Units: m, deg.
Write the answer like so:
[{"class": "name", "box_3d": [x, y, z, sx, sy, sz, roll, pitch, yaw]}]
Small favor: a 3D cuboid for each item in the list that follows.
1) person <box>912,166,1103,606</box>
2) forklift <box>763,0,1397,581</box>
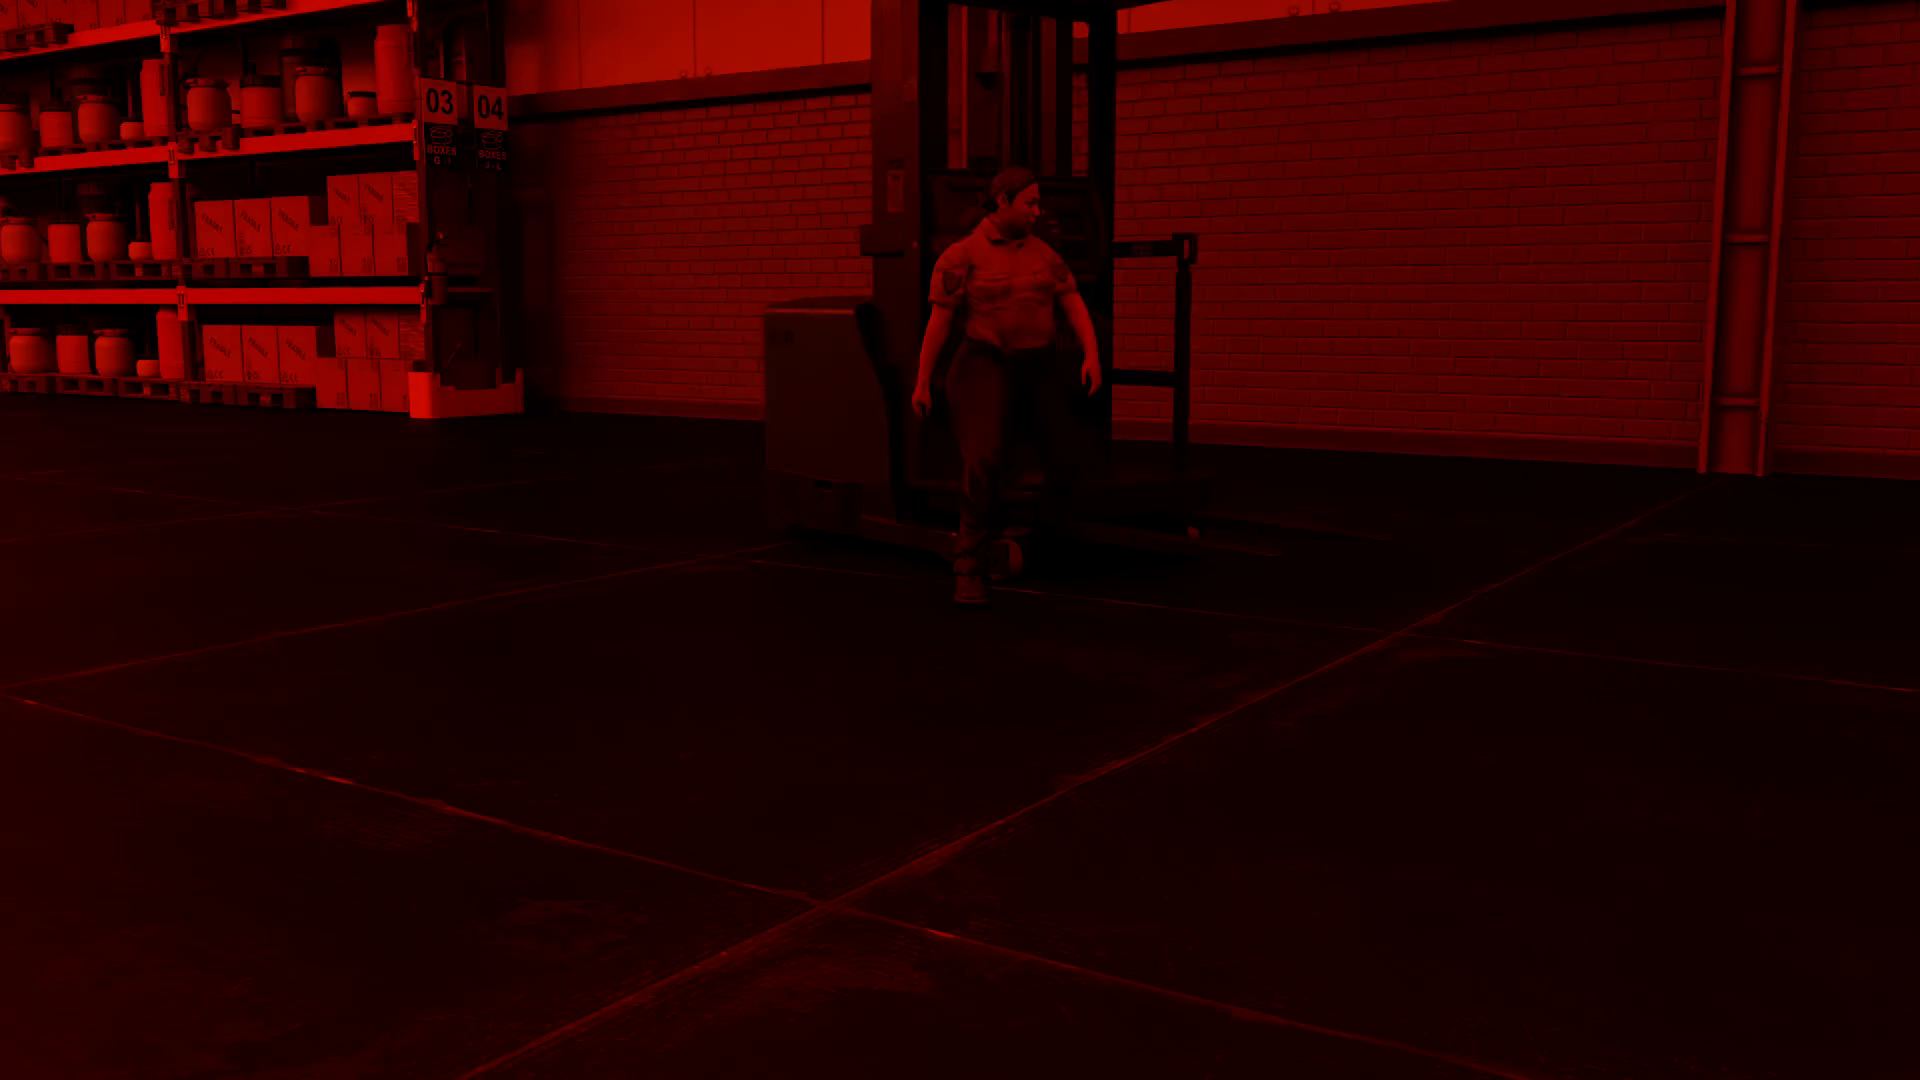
[{"class": "person", "box_3d": [0.126, -0.601, 6.222, 0.689, 1.568, 0.718, -5, 10, -32]}, {"class": "forklift", "box_3d": [0.385, -1.371, 6.831, 1.130, 2.935, 3.031, -6, 10, -38]}]
